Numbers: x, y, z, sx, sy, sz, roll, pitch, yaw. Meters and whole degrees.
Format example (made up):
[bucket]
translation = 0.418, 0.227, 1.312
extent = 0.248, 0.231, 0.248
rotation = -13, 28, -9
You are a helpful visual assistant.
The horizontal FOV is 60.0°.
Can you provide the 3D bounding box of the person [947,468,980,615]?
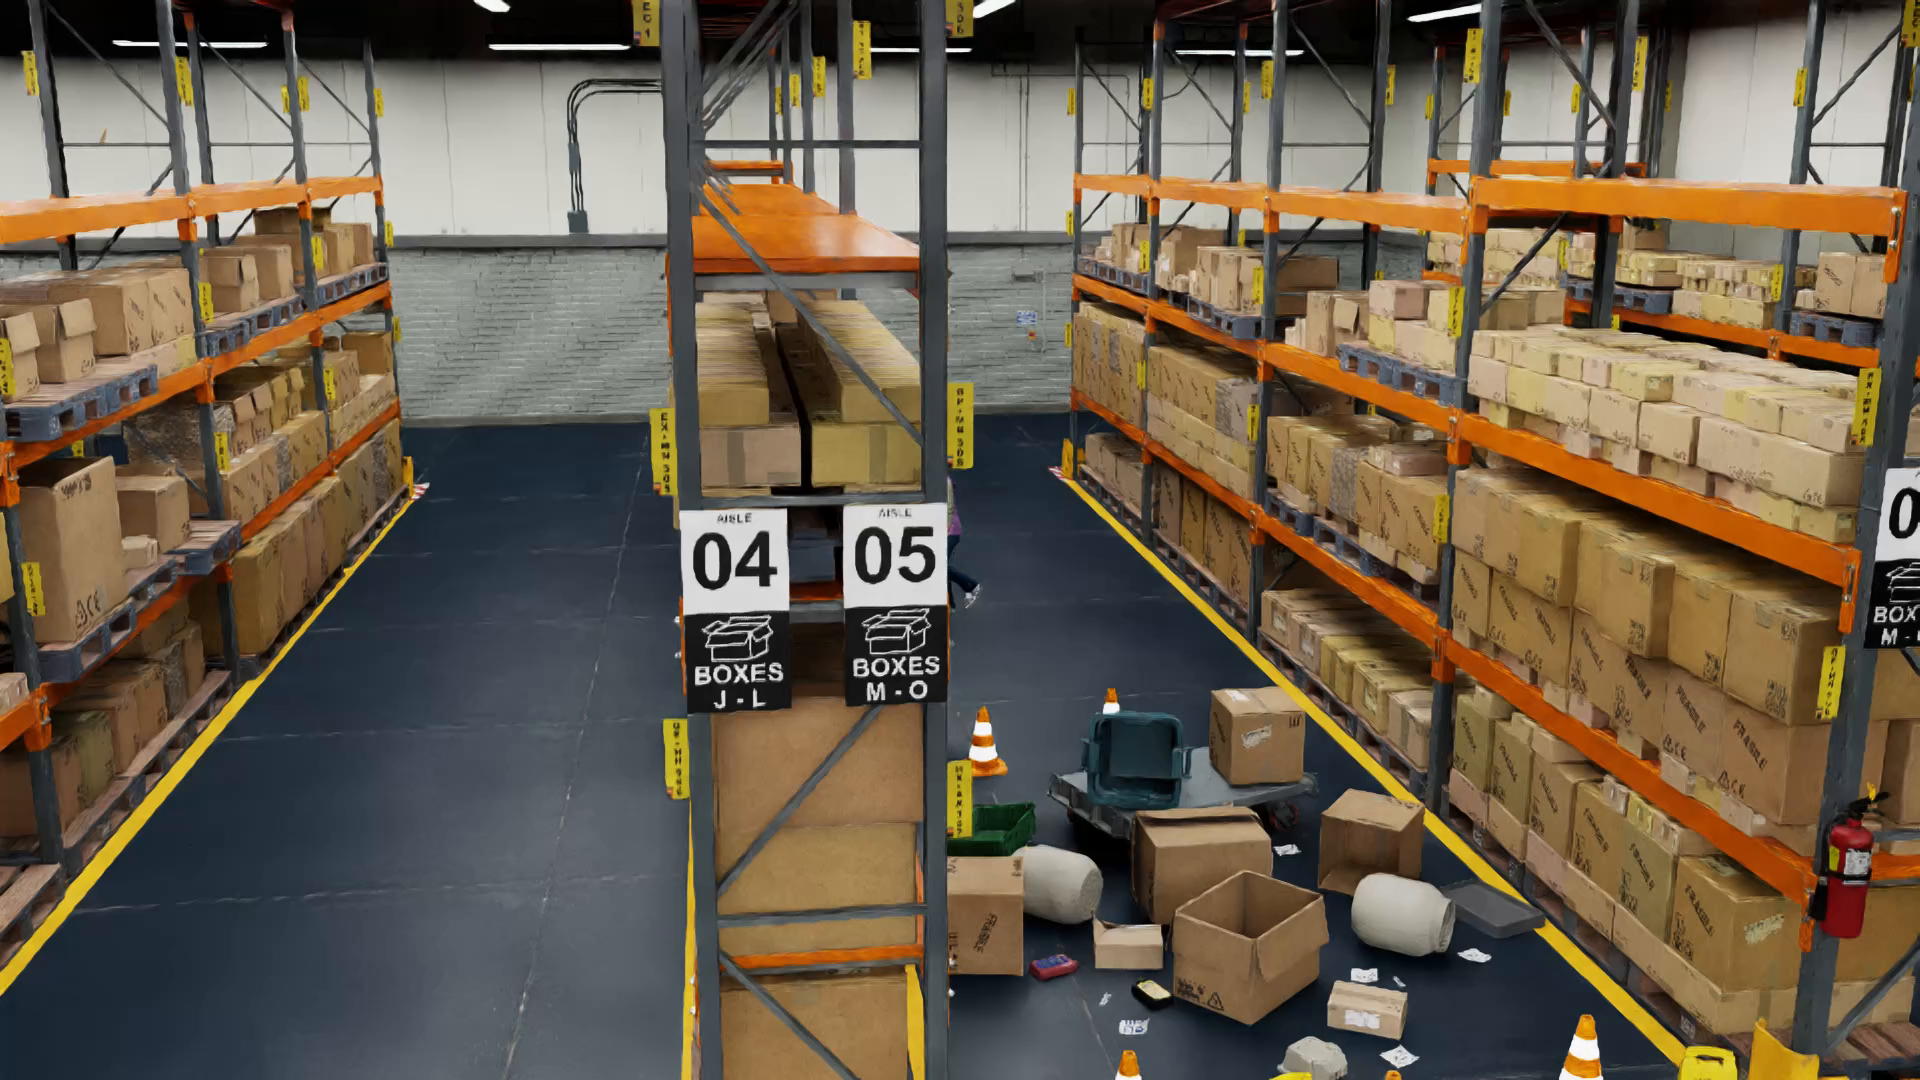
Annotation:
[person]
translation = -0.101, -0.046, 16.258
extent = 0.545, 1.560, 0.463
rotation = -4, 14, -17
